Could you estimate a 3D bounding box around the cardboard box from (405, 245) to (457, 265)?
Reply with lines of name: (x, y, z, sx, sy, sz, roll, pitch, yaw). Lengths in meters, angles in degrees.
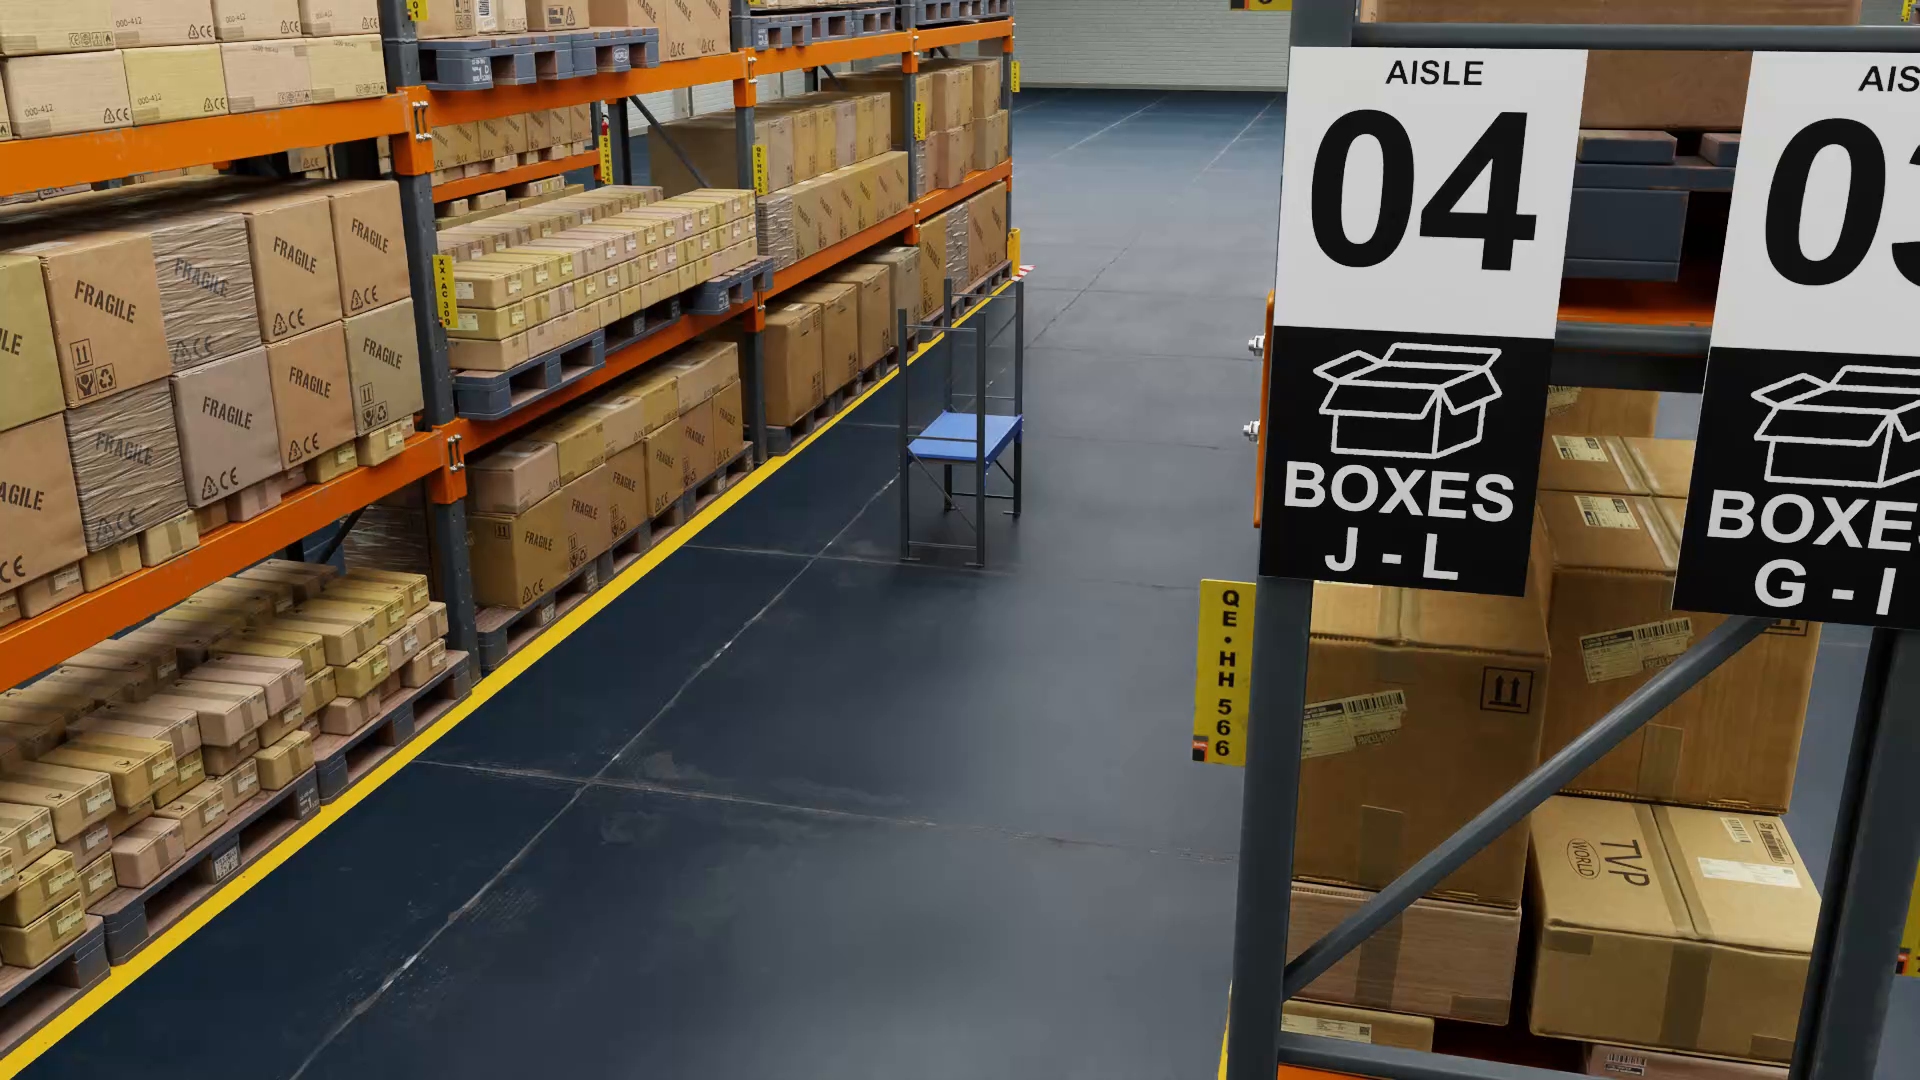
cardboard box: (-2.806, -1.416, 8.511, 0.380, 0.149, 0.250, 4, 19, 12)

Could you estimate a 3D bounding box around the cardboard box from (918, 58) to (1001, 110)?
cardboard box: (-0.041, -4.978, 18.219, 0.875, 0.550, 0.550, 5, 19, 13)

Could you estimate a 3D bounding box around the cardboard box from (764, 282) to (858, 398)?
cardboard box: (-1.421, -1.594, 13.044, 1.050, 0.750, 0.750, 5, 19, 14)

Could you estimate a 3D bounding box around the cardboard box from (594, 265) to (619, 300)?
cardboard box: (-2.052, -1.384, 8.879, 0.380, 0.149, 0.250, 5, 20, 16)

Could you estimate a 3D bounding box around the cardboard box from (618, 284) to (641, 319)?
cardboard box: (-1.989, -1.325, 9.165, 0.380, 0.149, 0.250, 4, 19, 12)

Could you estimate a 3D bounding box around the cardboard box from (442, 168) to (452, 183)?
cardboard box: (-5.316, -3.653, 16.629, 0.380, 0.149, 0.250, 5, 20, 15)

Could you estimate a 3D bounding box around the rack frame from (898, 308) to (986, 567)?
rack frame: (-0.103, -0.577, 9.557, 0.500, 1.500, 0.032, 5, 19, 13)

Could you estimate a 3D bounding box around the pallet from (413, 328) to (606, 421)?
pallet: (-2.517, -0.885, 8.436, 1.003, 0.211, 1.213, 5, 19, 13)

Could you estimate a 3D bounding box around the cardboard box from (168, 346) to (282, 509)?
cardboard box: (-2.940, -0.444, 6.231, 0.500, 0.500, 0.500, 5, 19, 13)

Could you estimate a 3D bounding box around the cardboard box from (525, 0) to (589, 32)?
cardboard box: (-2.340, -2.889, 8.555, 0.797, 0.503, 0.637, 4, 19, 13)

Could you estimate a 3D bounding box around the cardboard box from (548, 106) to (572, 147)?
cardboard box: (-4.730, -4.708, 18.716, 0.500, 0.500, 0.500, 5, 19, 14)

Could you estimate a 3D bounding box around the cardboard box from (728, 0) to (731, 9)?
cardboard box: (-1.631, -3.641, 11.149, 0.380, 0.149, 0.250, 4, 19, 11)

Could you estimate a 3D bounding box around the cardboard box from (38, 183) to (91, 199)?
cardboard box: (-6.565, -2.699, 11.747, 0.500, 0.500, 0.500, 4, 19, 12)

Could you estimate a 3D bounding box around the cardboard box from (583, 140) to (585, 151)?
cardboard box: (-4.622, -4.616, 19.449, 0.380, 0.149, 0.250, 5, 20, 15)

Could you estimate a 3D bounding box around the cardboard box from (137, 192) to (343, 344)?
cardboard box: (-2.819, -1.078, 6.542, 0.500, 0.500, 0.500, 4, 19, 12)

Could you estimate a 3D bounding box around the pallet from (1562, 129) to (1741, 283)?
pallet: (1.134, -0.682, 3.040, 1.003, 0.211, 1.213, 5, 19, 13)

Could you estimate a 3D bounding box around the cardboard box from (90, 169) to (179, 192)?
cardboard box: (-6.358, -2.871, 12.687, 0.500, 0.500, 0.500, 4, 19, 12)

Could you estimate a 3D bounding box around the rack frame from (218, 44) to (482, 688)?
rack frame: (-2.845, -0.748, 7.737, 1.000, 3.000, 0.127, 5, 19, 13)

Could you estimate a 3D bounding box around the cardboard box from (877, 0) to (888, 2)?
cardboard box: (-0.908, -4.616, 13.848, 0.500, 0.250, 0.500, 5, 19, 14)

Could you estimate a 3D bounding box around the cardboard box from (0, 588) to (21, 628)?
cardboard box: (-3.265, 0.211, 5.319, 0.380, 0.149, 0.250, 4, 19, 13)

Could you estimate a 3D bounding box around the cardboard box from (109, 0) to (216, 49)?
cardboard box: (-2.972, -1.843, 5.759, 0.500, 0.250, 0.500, 5, 20, 16)

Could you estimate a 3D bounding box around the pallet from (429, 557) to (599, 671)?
pallet: (-2.656, 0.327, 8.903, 1.003, 0.211, 1.213, 5, 19, 13)

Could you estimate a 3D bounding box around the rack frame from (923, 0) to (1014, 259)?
rack frame: (0.087, -4.509, 18.749, 1.000, 3.000, 0.127, 5, 19, 13)

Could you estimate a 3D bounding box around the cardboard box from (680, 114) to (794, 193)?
cardboard box: (-1.626, -2.821, 12.104, 0.700, 0.500, 0.500, 4, 19, 13)

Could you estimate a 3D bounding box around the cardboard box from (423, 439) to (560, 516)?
cardboard box: (-2.408, -0.330, 8.569, 0.500, 0.250, 0.500, 4, 19, 11)

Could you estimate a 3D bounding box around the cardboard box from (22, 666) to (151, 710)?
cardboard box: (-3.438, 0.626, 6.555, 0.380, 0.149, 0.250, 4, 19, 11)

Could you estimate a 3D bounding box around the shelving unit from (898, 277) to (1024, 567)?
shelving unit: (0.021, -0.736, 10.023, 0.538, 1.500, 1.048, 5, 19, 13)

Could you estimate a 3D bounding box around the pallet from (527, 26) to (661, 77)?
pallet: (-2.340, -2.589, 8.777, 1.213, 0.211, 1.003, 5, 19, 13)

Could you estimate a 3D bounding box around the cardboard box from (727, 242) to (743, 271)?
cardboard box: (-1.605, -1.813, 10.594, 0.380, 0.149, 0.250, 5, 19, 13)

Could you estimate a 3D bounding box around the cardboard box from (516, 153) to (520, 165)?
cardboard box: (-5.014, -4.138, 18.050, 0.380, 0.149, 0.250, 5, 19, 13)

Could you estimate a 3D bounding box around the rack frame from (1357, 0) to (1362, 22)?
rack frame: (1.940, -3.164, 5.528, 1.000, 3.000, 0.127, 5, 19, 13)

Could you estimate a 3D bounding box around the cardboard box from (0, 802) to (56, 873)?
cardboard box: (-3.248, 0.988, 5.495, 0.380, 0.149, 0.250, 4, 19, 11)

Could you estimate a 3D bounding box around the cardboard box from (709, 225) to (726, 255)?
cardboard box: (-1.672, -1.865, 10.286, 0.380, 0.149, 0.250, 5, 20, 15)

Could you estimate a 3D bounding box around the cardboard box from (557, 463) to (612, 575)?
cardboard box: (-2.280, -0.141, 9.176, 0.500, 0.500, 0.500, 6, 20, 16)

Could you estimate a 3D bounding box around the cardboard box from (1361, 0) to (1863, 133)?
cardboard box: (1.038, -0.951, 2.732, 0.700, 0.500, 0.500, 3, 19, 10)

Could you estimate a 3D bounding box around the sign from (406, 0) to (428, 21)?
sign: (-2.317, -2.372, 7.050, 0.100, 0.325, 0.005, 5, 19, 13)

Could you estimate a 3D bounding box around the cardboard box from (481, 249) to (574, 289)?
cardboard box: (-2.175, -1.365, 8.361, 0.380, 0.149, 0.250, 5, 19, 14)

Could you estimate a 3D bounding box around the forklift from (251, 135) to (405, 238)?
forklift: (-4.182, -2.067, 11.705, 1.130, 2.935, 3.031, 5, 19, 14)

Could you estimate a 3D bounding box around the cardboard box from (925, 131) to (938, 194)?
cardboard box: (-0.699, -3.617, 15.905, 0.875, 0.550, 0.550, 5, 19, 13)

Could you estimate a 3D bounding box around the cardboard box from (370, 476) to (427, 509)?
cardboard box: (-2.908, -0.372, 8.694, 0.500, 0.250, 0.500, 4, 19, 12)

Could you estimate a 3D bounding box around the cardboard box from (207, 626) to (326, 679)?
cardboard box: (-2.896, 0.490, 6.953, 0.380, 0.149, 0.250, 5, 20, 15)

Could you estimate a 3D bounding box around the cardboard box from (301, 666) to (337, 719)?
cardboard box: (-2.872, 0.627, 7.011, 0.380, 0.149, 0.250, 5, 19, 14)

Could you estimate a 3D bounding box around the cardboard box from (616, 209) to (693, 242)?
cardboard box: (-1.797, -1.854, 9.792, 0.380, 0.149, 0.250, 5, 19, 13)

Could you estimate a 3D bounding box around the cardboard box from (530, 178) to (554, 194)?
cardboard box: (-4.770, -3.957, 18.573, 0.380, 0.149, 0.250, 5, 19, 14)

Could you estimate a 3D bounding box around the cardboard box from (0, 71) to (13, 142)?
cardboard box: (-3.218, -1.291, 4.917, 0.500, 0.250, 0.500, 4, 19, 12)

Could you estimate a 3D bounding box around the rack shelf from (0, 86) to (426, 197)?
rack shelf: (-3.334, -1.200, 5.533, 1.077, 0.370, 4.000, 5, 19, 13)

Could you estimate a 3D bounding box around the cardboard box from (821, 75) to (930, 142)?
cardboard box: (-0.767, -3.950, 15.210, 0.875, 0.550, 0.550, 5, 19, 13)

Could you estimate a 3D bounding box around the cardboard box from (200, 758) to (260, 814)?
cardboard box: (-2.992, 0.953, 6.518, 0.380, 0.149, 0.250, 5, 19, 14)

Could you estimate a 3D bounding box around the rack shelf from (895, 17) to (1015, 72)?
rack shelf: (-0.402, -4.961, 16.545, 1.077, 0.370, 4.000, 5, 19, 13)

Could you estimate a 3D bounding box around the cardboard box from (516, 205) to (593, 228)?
cardboard box: (-2.425, -1.905, 9.942, 0.380, 0.149, 0.250, 6, 20, 16)

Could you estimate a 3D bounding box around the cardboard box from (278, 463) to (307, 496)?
cardboard box: (-2.898, -0.277, 6.748, 0.380, 0.149, 0.250, 4, 19, 12)

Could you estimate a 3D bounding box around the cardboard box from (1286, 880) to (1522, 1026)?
cardboard box: (0.824, 0.686, 3.309, 0.500, 0.250, 0.500, 4, 19, 13)

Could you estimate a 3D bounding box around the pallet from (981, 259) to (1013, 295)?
pallet: (-0.033, -2.933, 18.448, 1.003, 0.211, 1.213, 5, 19, 13)

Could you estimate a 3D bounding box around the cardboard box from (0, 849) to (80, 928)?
cardboard box: (-3.182, 1.134, 5.526, 0.380, 0.149, 0.250, 5, 20, 15)

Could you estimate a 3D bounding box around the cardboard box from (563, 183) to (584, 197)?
cardboard box: (-4.681, -3.849, 19.261, 0.500, 0.500, 0.500, 5, 19, 14)

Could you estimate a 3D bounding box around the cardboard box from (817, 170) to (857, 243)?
cardboard box: (-1.127, -2.642, 13.128, 0.500, 0.500, 0.500, 4, 19, 13)
